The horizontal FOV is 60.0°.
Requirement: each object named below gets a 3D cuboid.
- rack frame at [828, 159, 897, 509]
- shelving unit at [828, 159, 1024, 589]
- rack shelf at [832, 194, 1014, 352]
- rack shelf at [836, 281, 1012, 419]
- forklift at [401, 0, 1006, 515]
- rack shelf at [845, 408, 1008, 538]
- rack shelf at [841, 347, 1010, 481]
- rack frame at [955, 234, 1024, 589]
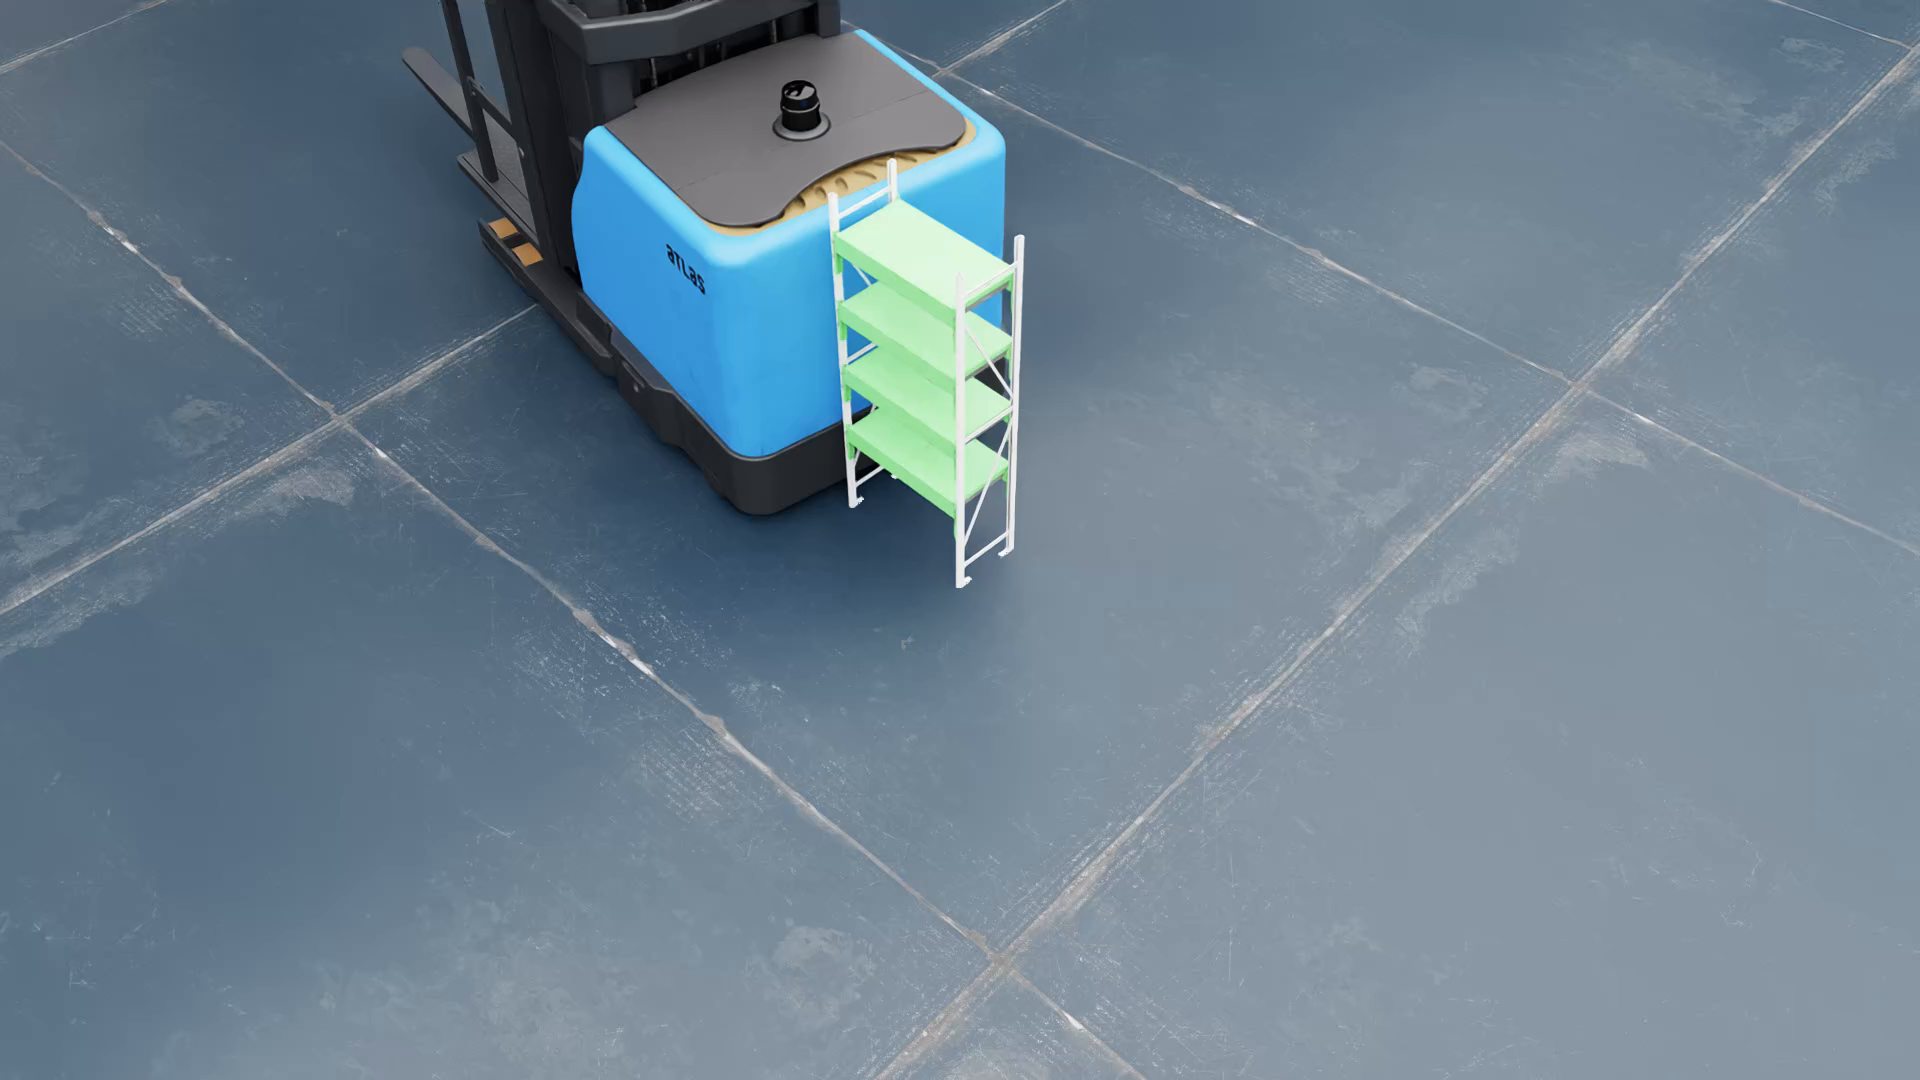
[{"bbox_3d":[-0.266,-0.577,4.969,0.240,1.200,0.015,-36,56,-29],"label":"rack frame"},{"bbox_3d":[-0.094,-0.451,4.850,0.258,1.200,0.503,-36,56,-29],"label":"shelving unit"},{"bbox_3d":[-0.094,-0.736,4.547,0.258,0.148,0.480,-36,56,-29],"label":"rack shelf"},{"bbox_3d":[-0.094,-0.571,4.722,0.258,0.148,0.480,-36,56,-29],"label":"rack shelf"},{"bbox_3d":[-1.128,-2.116,5.226,1.130,2.935,3.031,-28,53,-24],"label":"forklift"},{"bbox_3d":[-0.094,-0.243,5.072,0.258,0.148,0.480,-36,56,-29],"label":"rack shelf"},{"bbox_3d":[-0.094,-0.407,4.897,0.258,0.148,0.480,-36,56,-29],"label":"rack shelf"},{"bbox_3d":[0.078,-0.325,4.732,0.240,1.200,0.015,-36,56,-29],"label":"rack frame"}]
